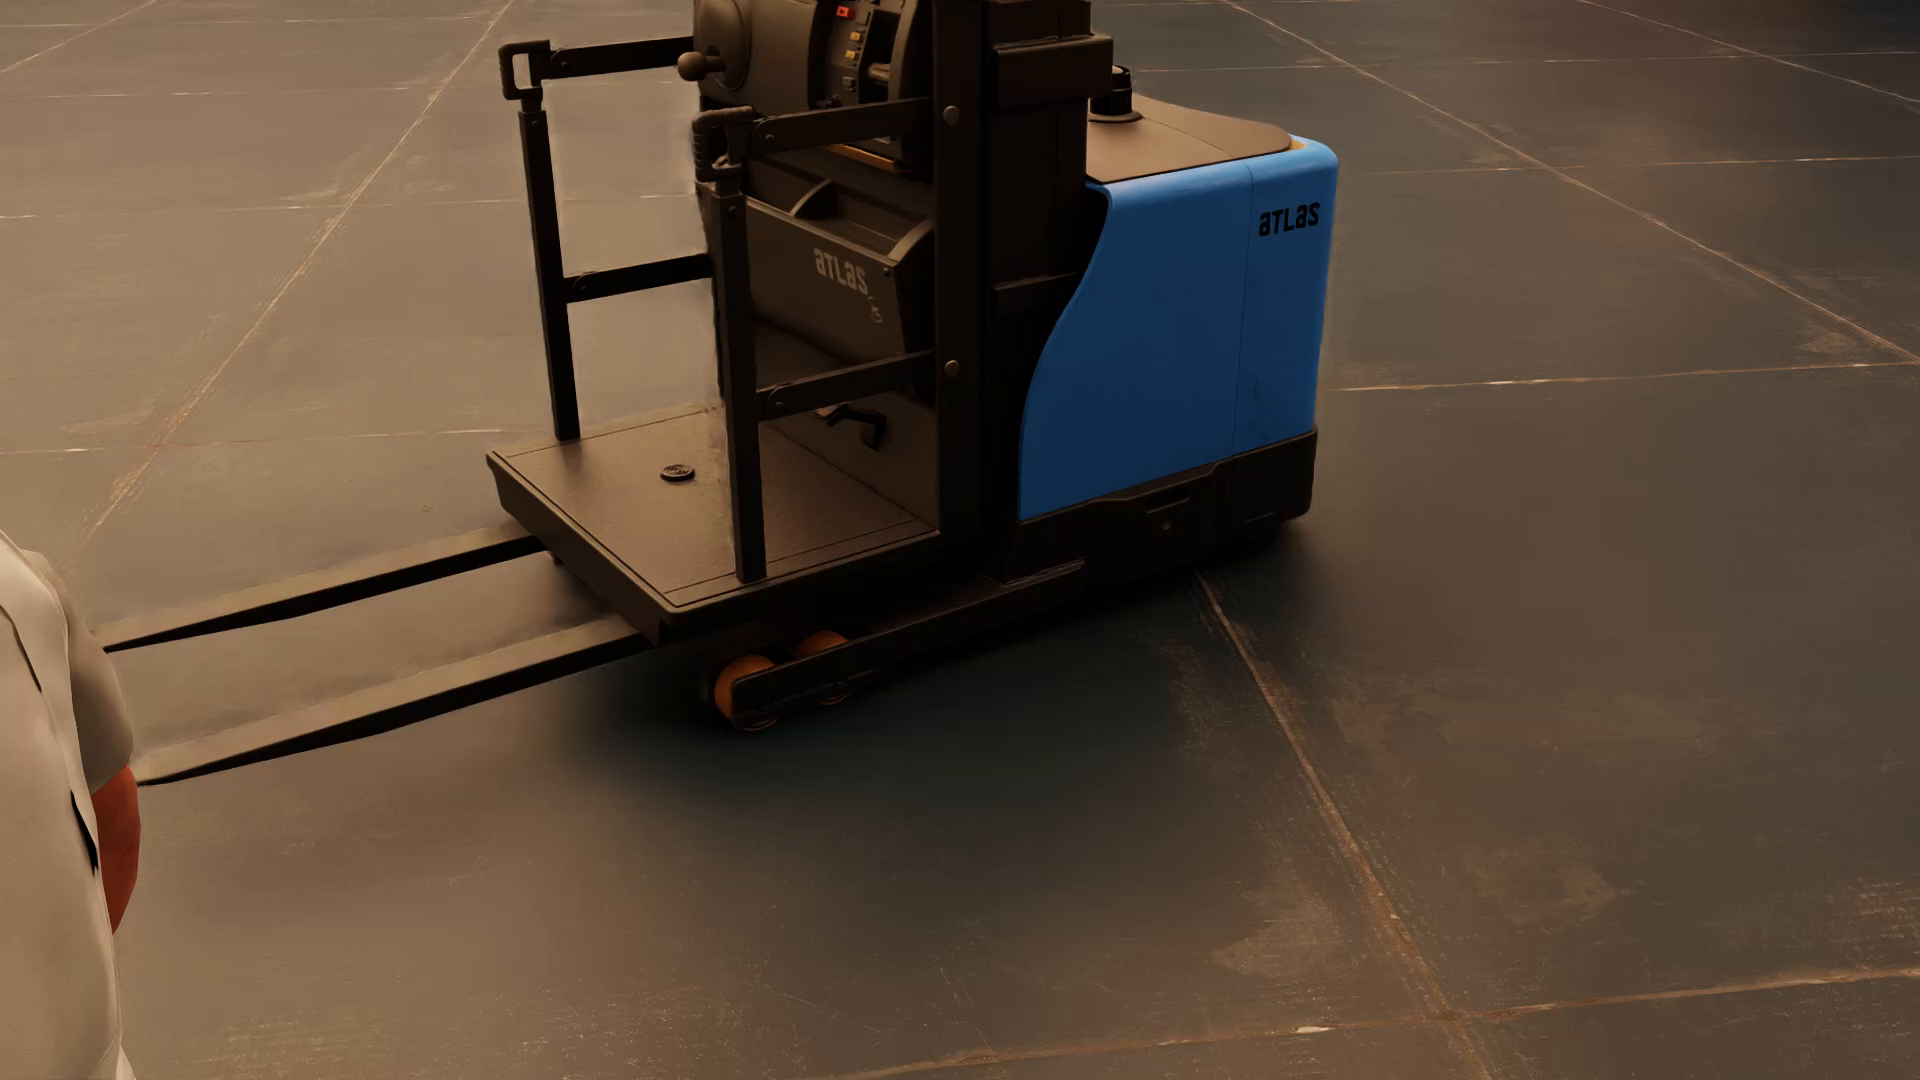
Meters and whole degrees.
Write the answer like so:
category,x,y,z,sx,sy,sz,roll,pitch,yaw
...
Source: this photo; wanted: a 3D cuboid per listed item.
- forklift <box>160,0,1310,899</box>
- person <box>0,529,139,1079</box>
category,x,y,z,sx,sy,sz,roll,pitch,yaw
forklift,-0.344,-1.117,3.547,1.130,2.935,3.031,19,32,34
person,-0.923,0.578,1.329,0.565,1.787,0.637,2,26,5
